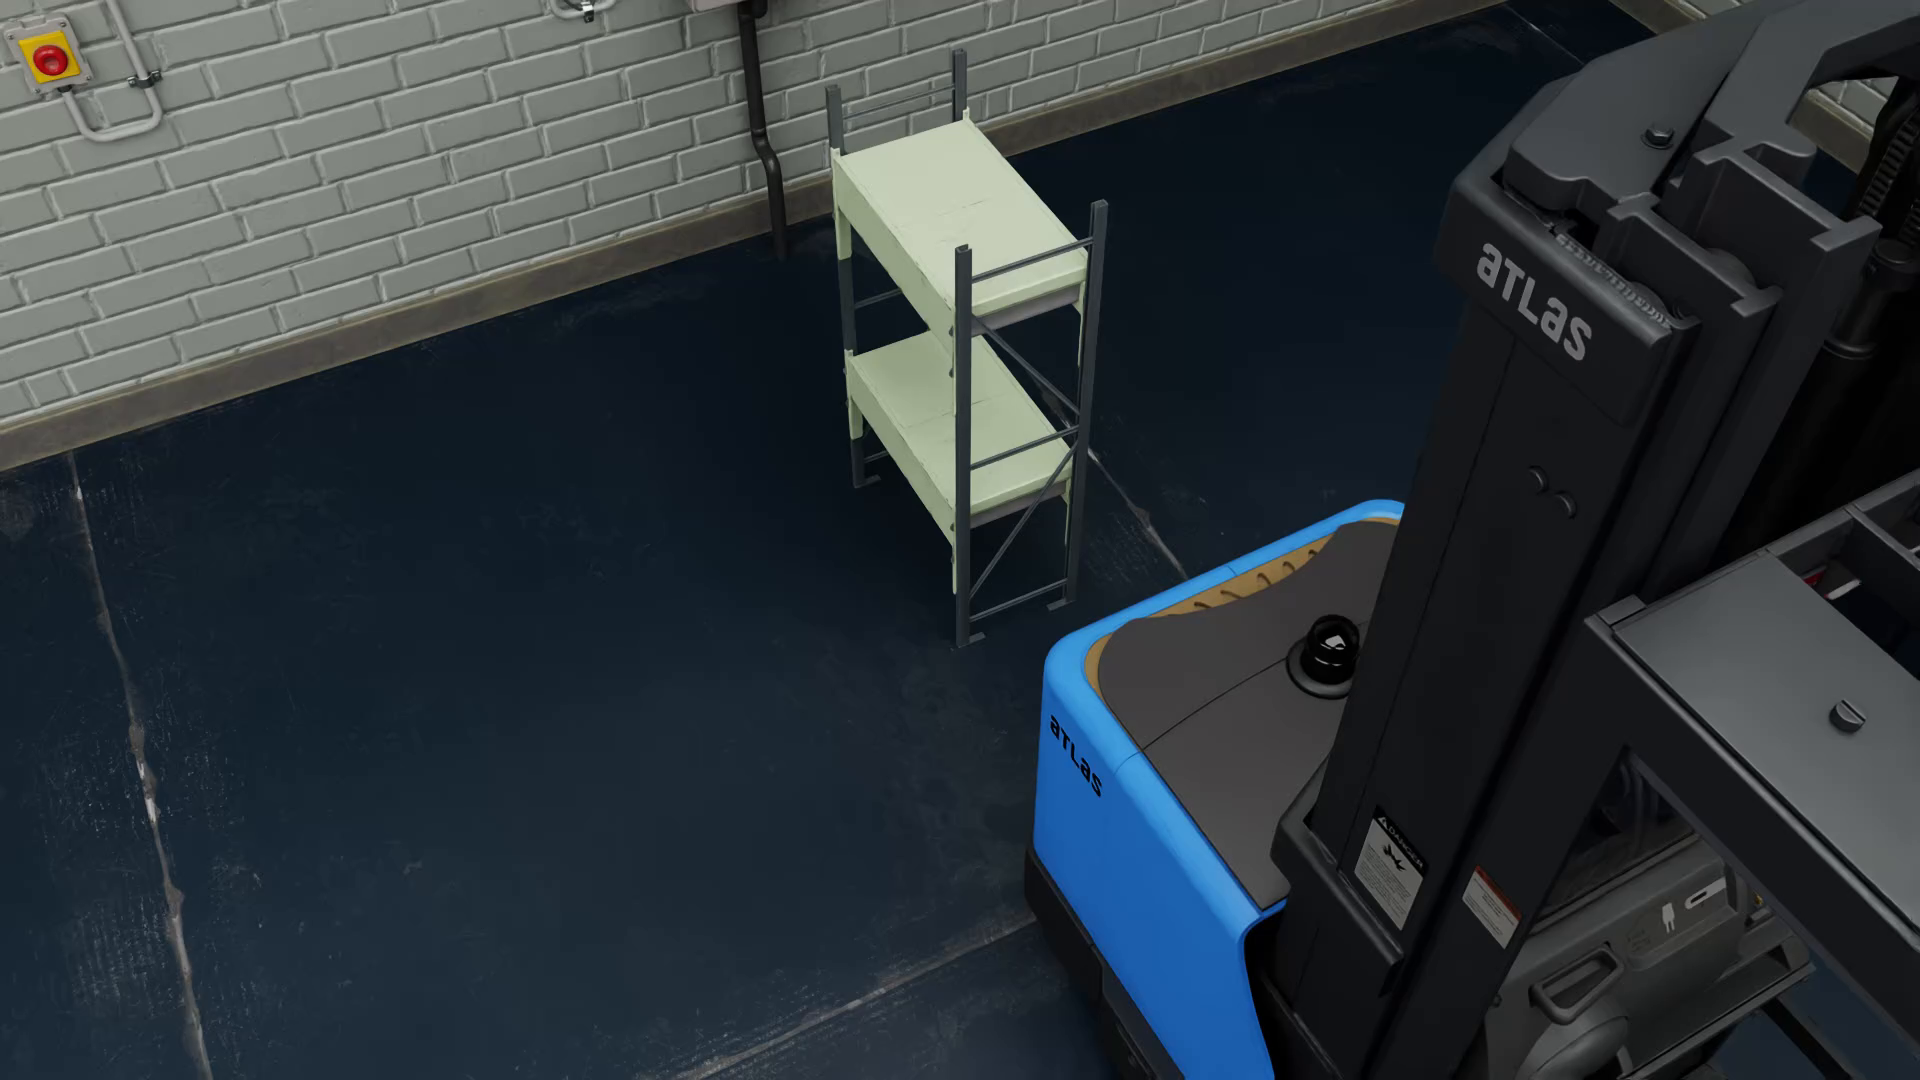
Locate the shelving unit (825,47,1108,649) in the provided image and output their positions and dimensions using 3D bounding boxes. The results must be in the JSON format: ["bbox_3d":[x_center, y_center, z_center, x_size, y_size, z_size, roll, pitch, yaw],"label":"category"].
[{"bbox_3d":[0.003,-0.489,4.682,0.400,1.500,0.755,-21,52,-18],"label":"shelving unit"}]

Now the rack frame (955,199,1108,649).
[{"bbox_3d":[0.171,-0.244,4.467,0.400,1.500,0.023,-21,52,-18],"label":"rack frame"}]

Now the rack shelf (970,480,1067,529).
[{"bbox_3d":[0.003,-0.322,4.873,0.332,0.071,0.664,-21,52,-18],"label":"rack shelf"}]

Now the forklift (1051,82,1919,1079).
[{"bbox_3d":[1.337,0.832,2.634,1.107,2.843,2.937,-23,53,-19],"label":"forklift"}]

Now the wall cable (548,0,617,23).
[{"bbox_3d":[-1.302,-2.241,4.542,0.588,1.984,0.122,-21,52,-18],"label":"wall cable"}]

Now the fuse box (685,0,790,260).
[{"bbox_3d":[-0.623,-1.612,5.523,0.539,1.711,0.414,-21,52,-18],"label":"fuse box"}]

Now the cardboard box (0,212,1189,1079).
[{"bbox_3d":[0.162,3.641,1.036,6.103,1.550,13.522,-22,52,-18],"label":"cardboard box"}]

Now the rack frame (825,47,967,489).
[{"bbox_3d":[-0.164,-0.734,4.896,0.400,1.500,0.023,-21,52,-18],"label":"rack frame"}]
